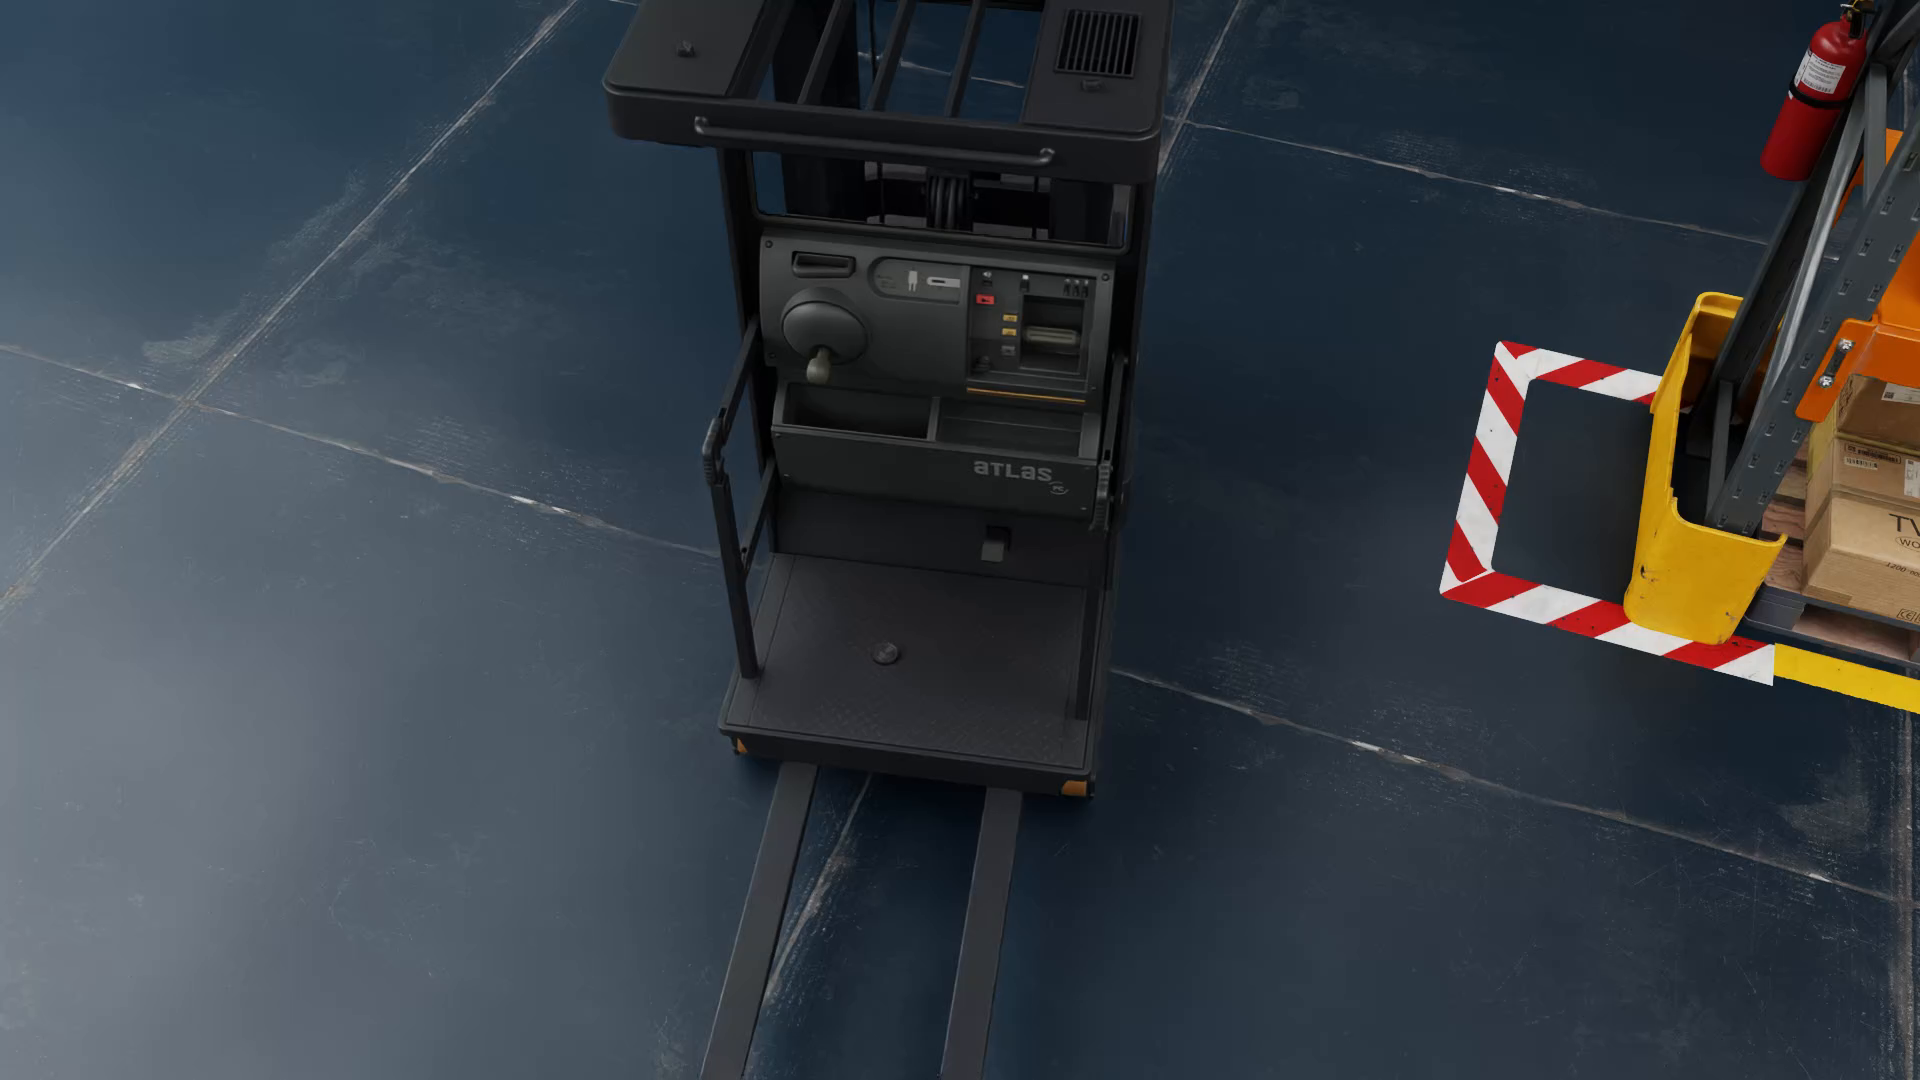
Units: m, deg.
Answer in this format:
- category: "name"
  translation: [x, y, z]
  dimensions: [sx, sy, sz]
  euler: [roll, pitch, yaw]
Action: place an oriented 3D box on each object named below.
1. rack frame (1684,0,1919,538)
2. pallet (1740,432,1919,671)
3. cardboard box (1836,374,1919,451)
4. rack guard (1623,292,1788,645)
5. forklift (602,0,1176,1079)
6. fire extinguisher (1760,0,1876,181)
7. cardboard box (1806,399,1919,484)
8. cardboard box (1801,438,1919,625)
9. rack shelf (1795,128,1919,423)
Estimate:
- category: "rack frame"
  translation: [2.581, -1.075, 4.697]
  dimensions: [0.127, 3.000, 1.000]
  euler: [16, 51, 13]
- category: "pallet"
  translation: [3.313, 0.008, 5.603]
  dimensions: [1.213, 0.211, 1.003]
  euler: [16, 51, 13]
- category: "cardboard box"
  translation: [3.187, -0.629, 5.355]
  dimensions: [0.500, 0.500, 0.500]
  euler: [16, 51, 13]
- category: "rack guard"
  translation: [2.558, -0.263, 5.647]
  dimensions: [0.348, 0.500, 1.175]
  euler: [16, 51, 13]
- category: "forklift"
  translation: [-0.097, -0.476, 4.223]
  dimensions: [1.130, 2.935, 3.031]
  euler: [7, 49, 6]
- category: "fire extinguisher"
  translation: [2.631, -1.410, 5.039]
  dimensions: [0.183, 0.674, 0.296]
  euler: [16, 51, 13]
- category: "cardboard box"
  translation: [3.186, -0.381, 5.637]
  dimensions: [0.500, 0.250, 0.500]
  euler: [16, 51, 13]
- category: "cardboard box"
  translation: [3.007, -0.014, 5.319]
  dimensions: [0.500, 0.250, 0.500]
  euler: [16, 51, 13]
- category: "rack shelf"
  translation: [4.457, -0.316, 4.515]
  dimensions: [4.000, 0.370, 1.077]
  euler: [16, 51, 13]
